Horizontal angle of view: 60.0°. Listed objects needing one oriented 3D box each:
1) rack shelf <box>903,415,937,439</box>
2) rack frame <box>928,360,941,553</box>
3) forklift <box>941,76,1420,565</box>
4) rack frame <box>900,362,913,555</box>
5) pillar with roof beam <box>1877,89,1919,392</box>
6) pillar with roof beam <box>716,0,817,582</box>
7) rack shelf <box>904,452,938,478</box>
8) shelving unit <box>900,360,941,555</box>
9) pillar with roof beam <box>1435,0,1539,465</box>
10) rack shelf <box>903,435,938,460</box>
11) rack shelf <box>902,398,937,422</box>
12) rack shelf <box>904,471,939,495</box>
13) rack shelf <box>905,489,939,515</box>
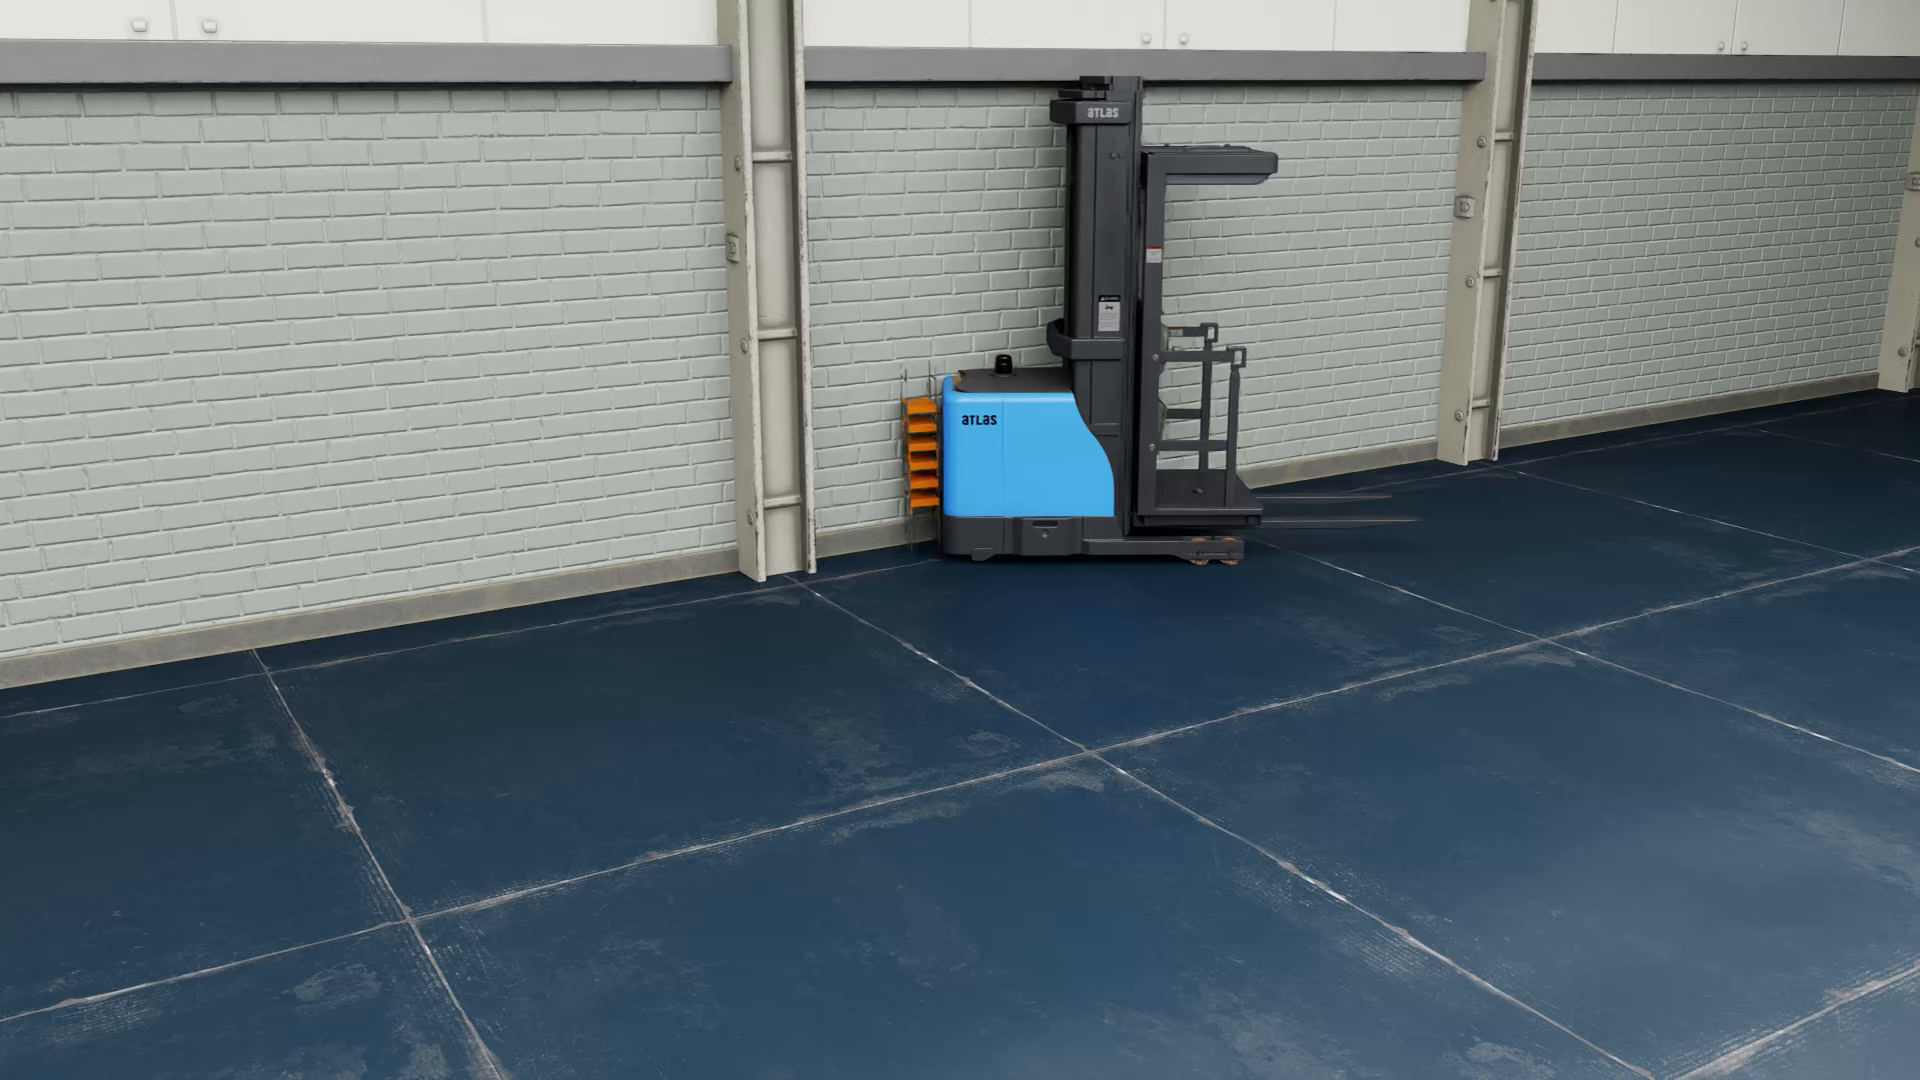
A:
[{"bbox_3d":[-0.255,-0.706,10.467,0.180,0.103,0.258,-4,17,-10],"label":"rack shelf"},{"bbox_3d":[-0.161,-0.525,10.539,0.006,1.200,0.240,-4,17,-10],"label":"rack frame"},{"bbox_3d":[1.392,-1.401,10.476,3.031,2.935,1.130,0,16,-1],"label":"forklift"},{"bbox_3d":[-0.340,-0.511,10.506,0.006,1.200,0.240,-4,17,-10],"label":"rack frame"},{"bbox_3d":[11.377,-4.816,11.418,0.400,9.000,9.100,-9,18,-30],"label":"pillar with roof beam"},{"bbox_3d":[1.091,-3.148,5.467,0.400,9.000,9.100,-9,18,-30],"label":"pillar with roof beam"},{"bbox_3d":[-0.250,-0.475,10.535,0.180,0.103,0.258,-4,17,-10],"label":"rack shelf"},{"bbox_3d":[-0.251,-0.518,10.523,0.189,1.200,0.258,-4,17,-10],"label":"shelving unit"},{"bbox_3d":[6.234,-3.982,8.442,0.400,9.000,9.100,-9,18,-30],"label":"pillar with roof beam"},{"bbox_3d":[-0.252,-0.591,10.501,0.180,0.103,0.258,-4,17,-10],"label":"rack shelf"},{"bbox_3d":[-0.258,-0.821,10.434,0.180,0.103,0.258,-4,17,-10],"label":"rack shelf"},{"bbox_3d":[-0.247,-0.360,10.569,0.180,0.103,0.258,-4,17,-10],"label":"rack shelf"},{"bbox_3d":[-0.244,-0.245,10.603,0.180,0.103,0.258,-4,17,-10],"label":"rack shelf"}]
